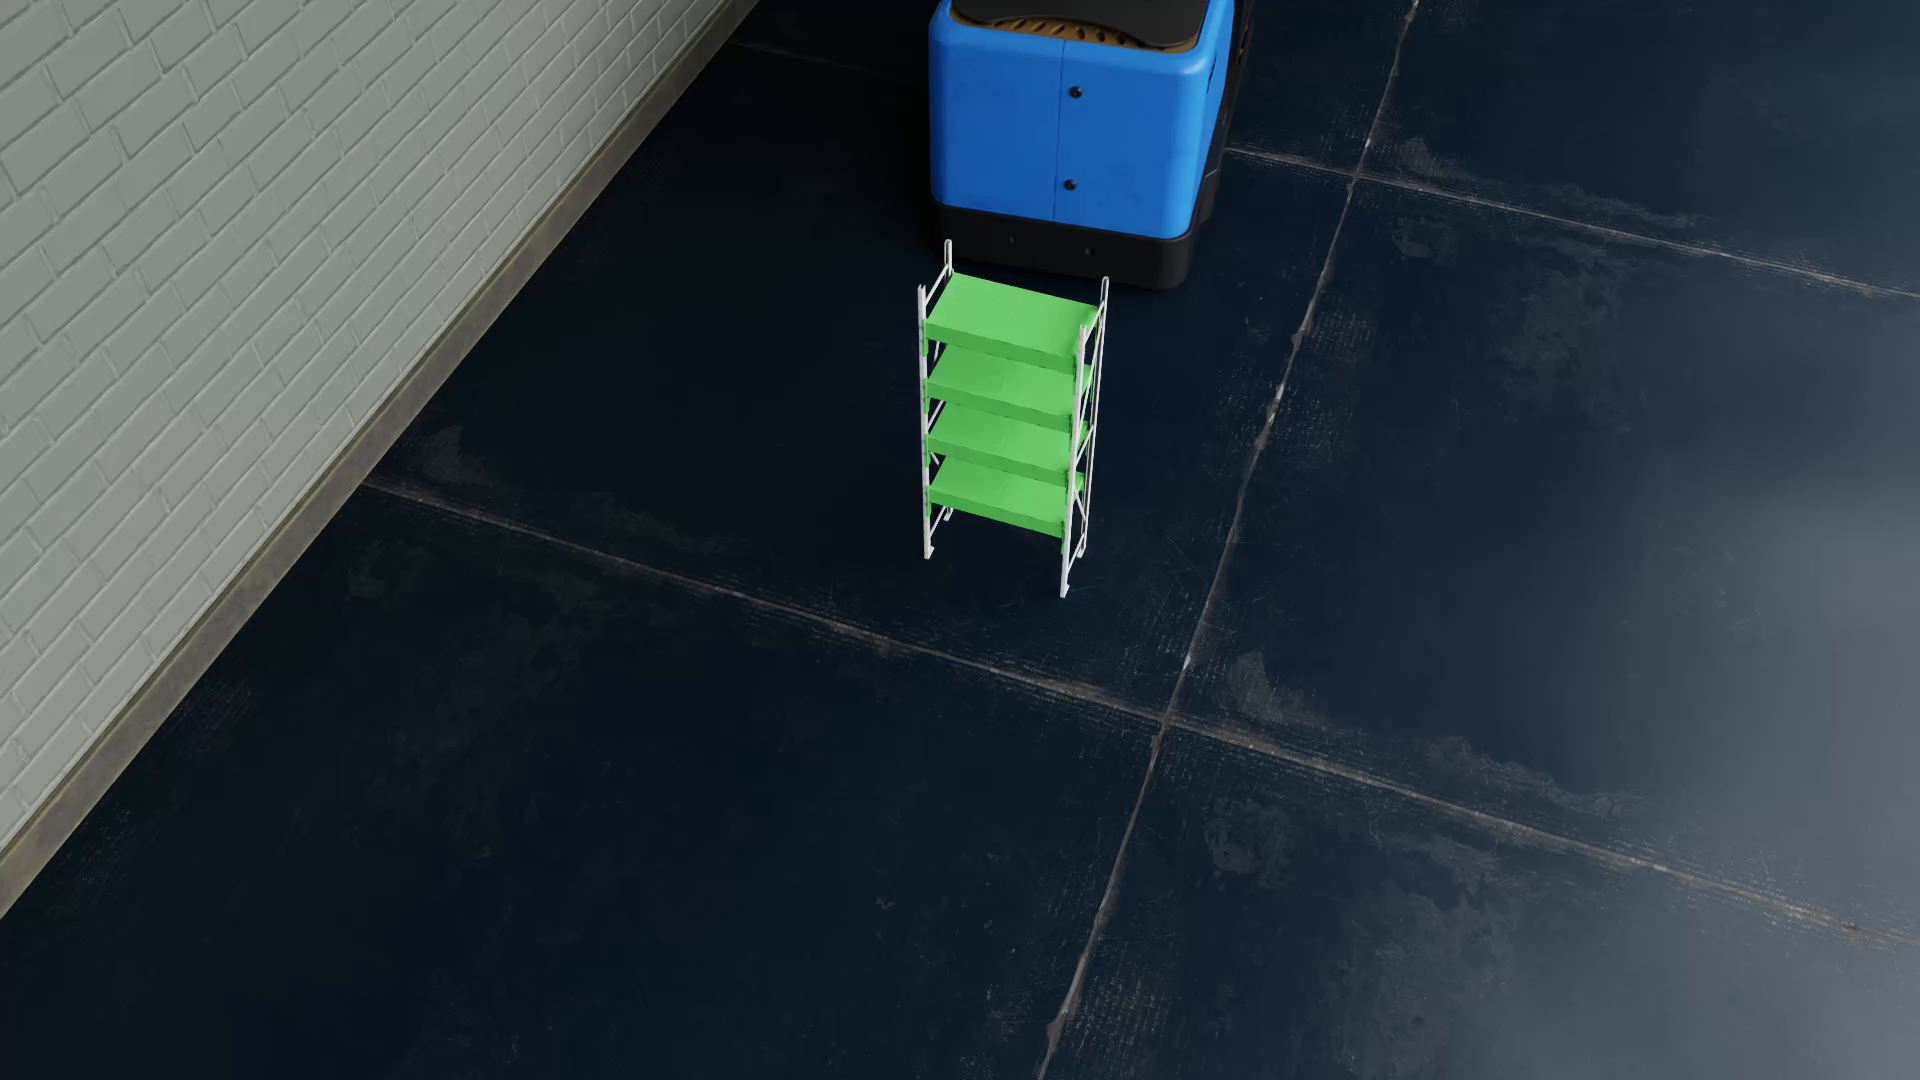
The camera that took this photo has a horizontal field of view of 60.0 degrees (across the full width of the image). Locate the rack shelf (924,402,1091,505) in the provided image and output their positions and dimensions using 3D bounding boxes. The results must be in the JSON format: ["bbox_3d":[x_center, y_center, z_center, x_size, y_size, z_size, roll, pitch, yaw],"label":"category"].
[{"bbox_3d":[0.155,-0.308,5.307,0.480,0.148,0.258,16,51,13],"label":"rack shelf"}]

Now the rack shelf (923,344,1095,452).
[{"bbox_3d":[0.155,-0.465,5.126,0.480,0.148,0.258,16,51,13],"label":"rack shelf"}]

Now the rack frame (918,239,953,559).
[{"bbox_3d":[-0.074,-0.414,5.314,0.015,1.200,0.240,16,51,13],"label":"rack frame"}]

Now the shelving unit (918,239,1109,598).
[{"bbox_3d":[0.155,-0.350,5.259,0.503,1.200,0.258,16,51,13],"label":"shelving unit"}]

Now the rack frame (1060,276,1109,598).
[{"bbox_3d":[0.384,-0.286,5.204,0.015,1.200,0.240,16,51,13],"label":"rack frame"}]

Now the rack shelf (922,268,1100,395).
[{"bbox_3d":[0.155,-0.622,4.945,0.480,0.148,0.258,16,51,13],"label":"rack shelf"}]

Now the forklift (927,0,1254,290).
[{"bbox_3d":[0.723,-3.080,6.480,1.130,2.935,3.031,11,50,9],"label":"forklift"}]

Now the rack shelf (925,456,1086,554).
[{"bbox_3d":[0.155,-0.151,5.489,0.480,0.148,0.258,16,51,13],"label":"rack shelf"}]
